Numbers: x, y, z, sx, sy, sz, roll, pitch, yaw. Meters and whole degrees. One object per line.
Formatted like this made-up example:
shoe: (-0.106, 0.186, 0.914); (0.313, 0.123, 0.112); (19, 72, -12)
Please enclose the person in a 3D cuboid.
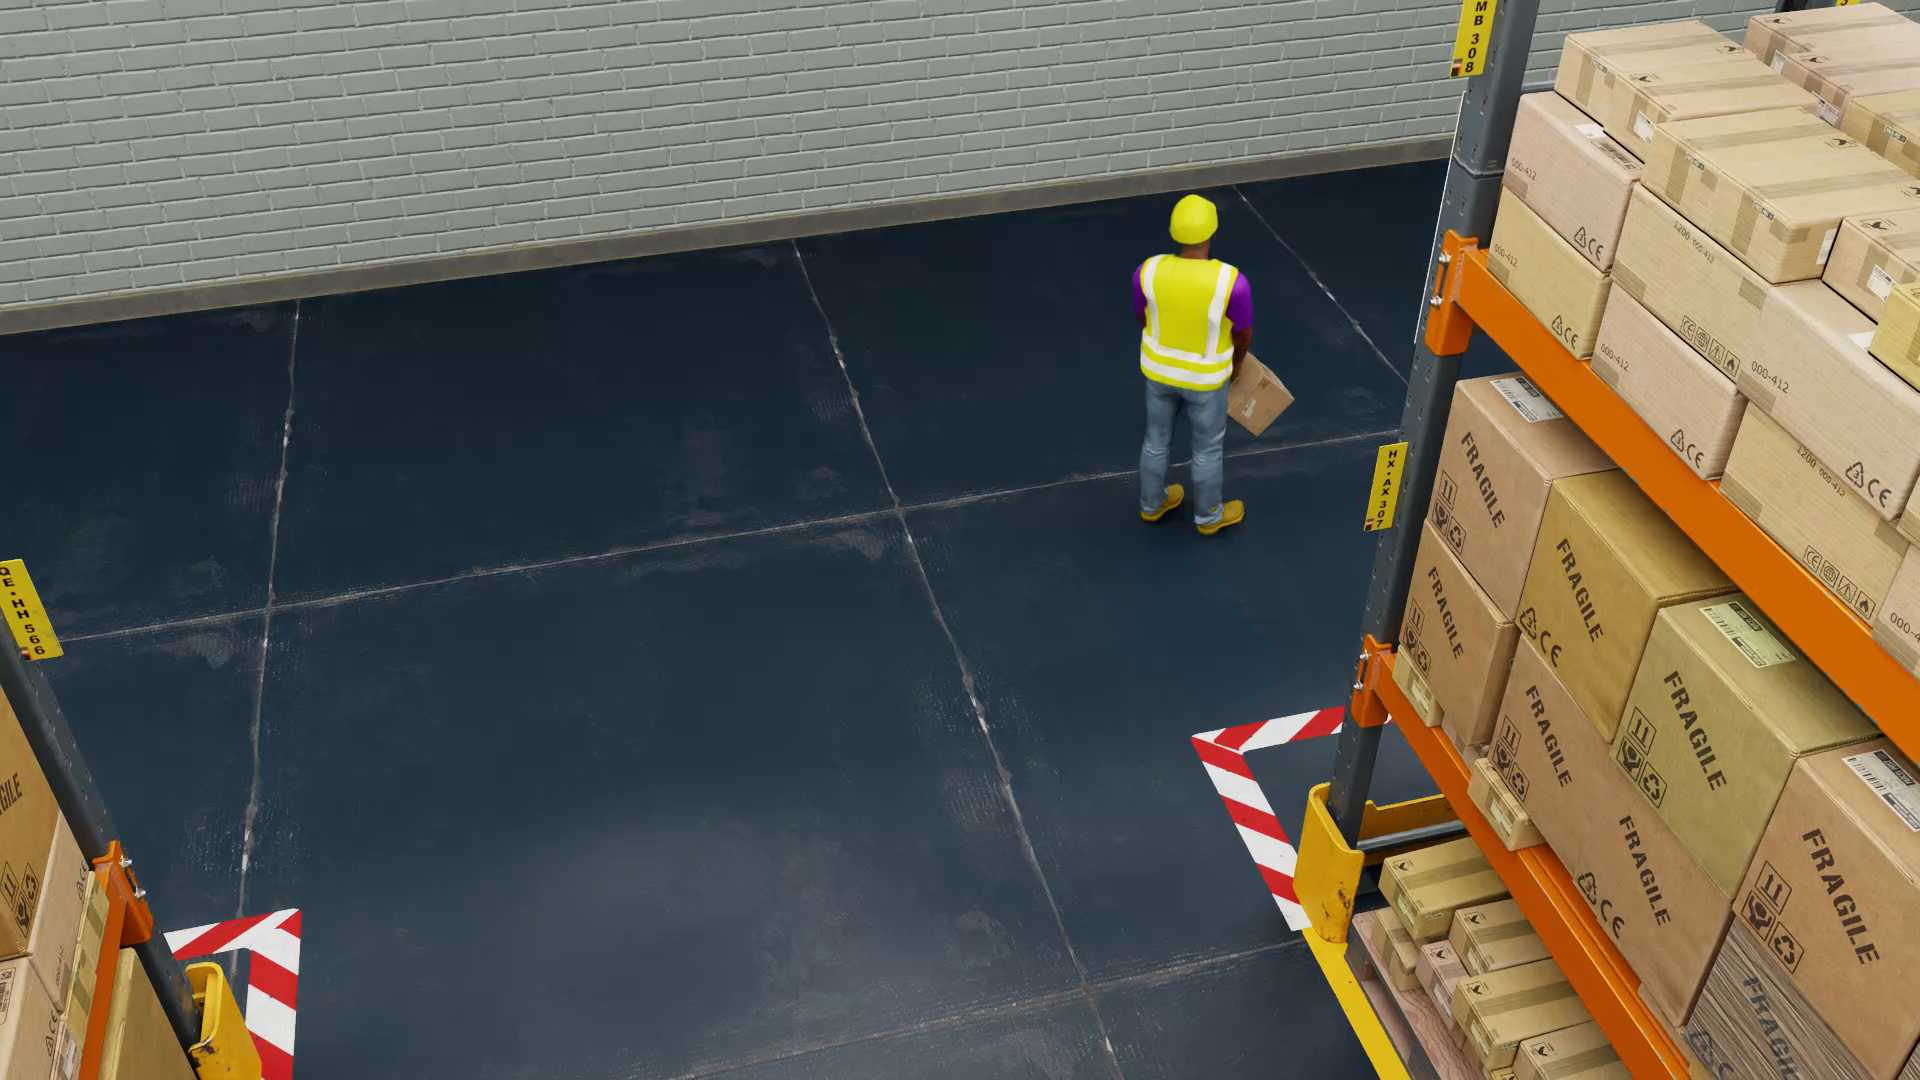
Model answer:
person: (1.082, -0.805, 7.699); (0.598, 1.777, 0.476); (13, 40, 16)
